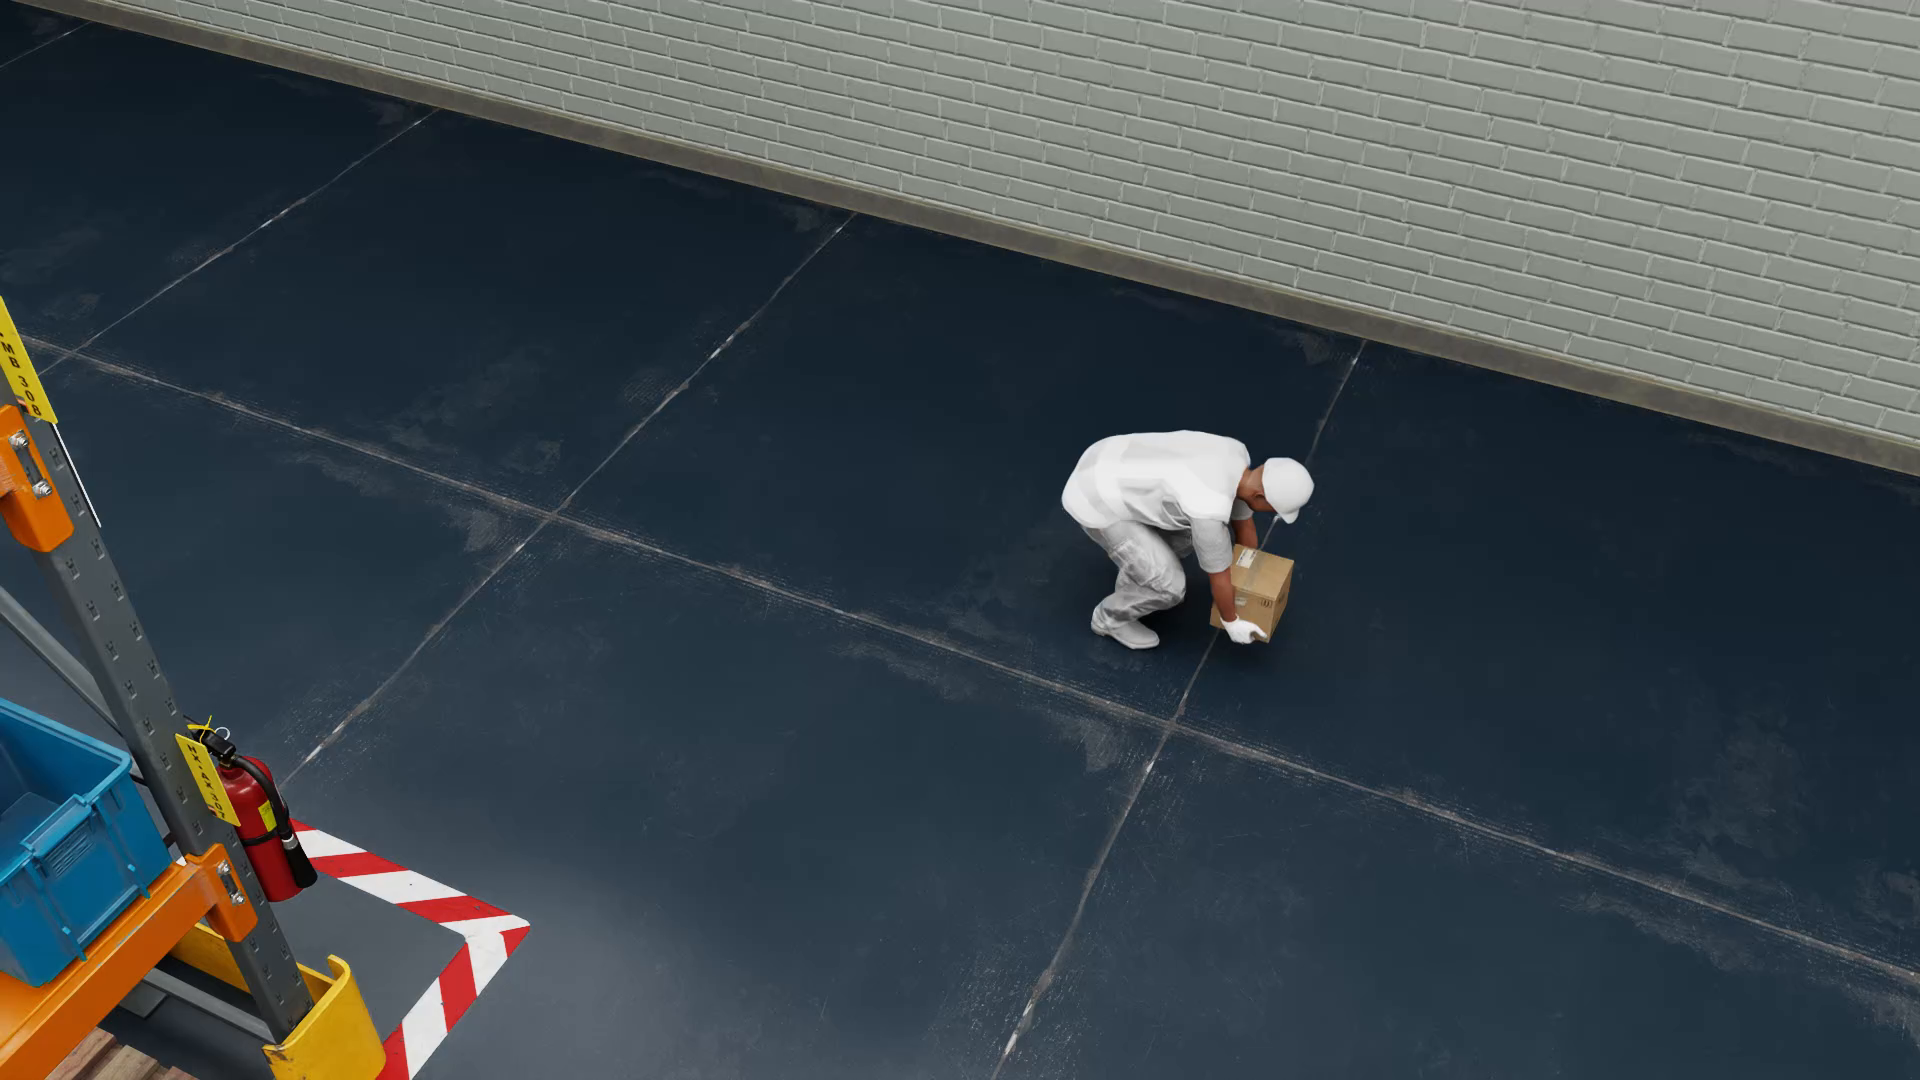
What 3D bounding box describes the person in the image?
[{"bbox_3d":[0.900,-0.013,6.754,0.965,0.996,0.546,16,44,17],"label":"person"}]
